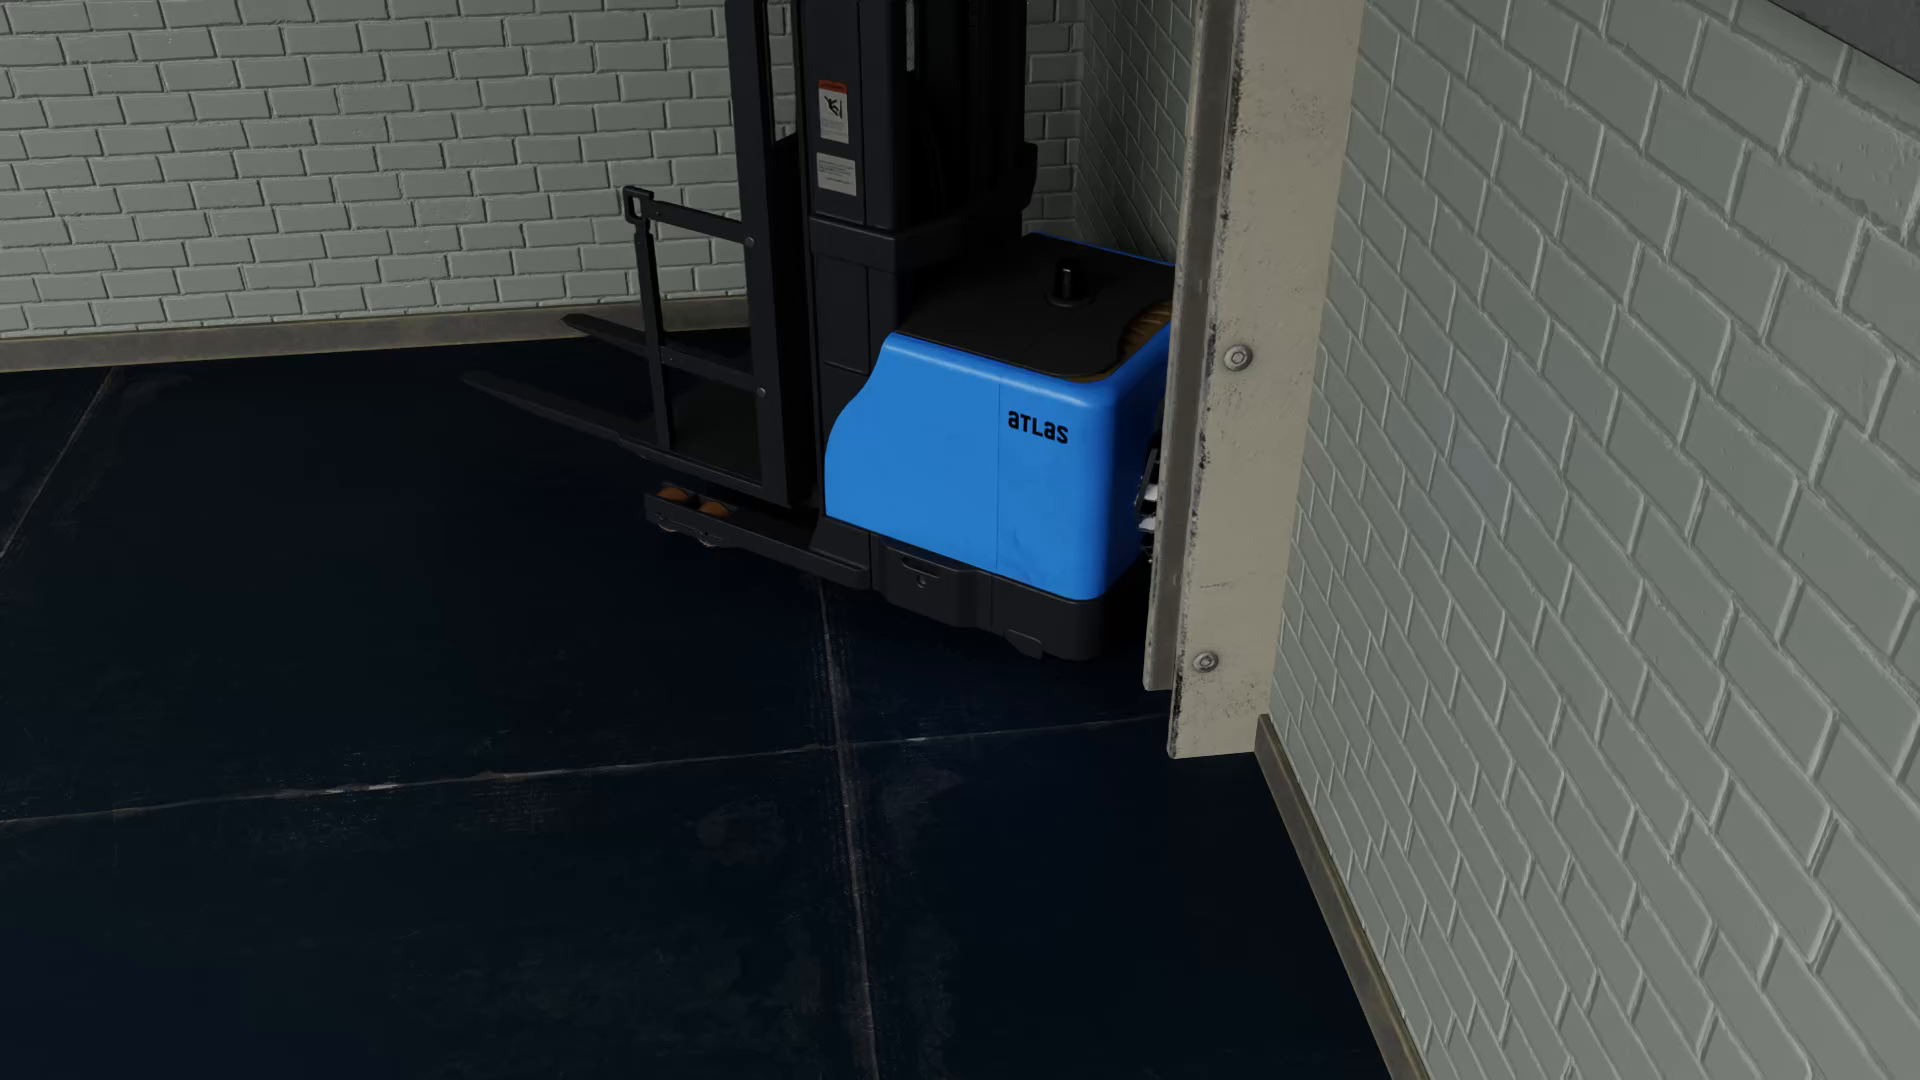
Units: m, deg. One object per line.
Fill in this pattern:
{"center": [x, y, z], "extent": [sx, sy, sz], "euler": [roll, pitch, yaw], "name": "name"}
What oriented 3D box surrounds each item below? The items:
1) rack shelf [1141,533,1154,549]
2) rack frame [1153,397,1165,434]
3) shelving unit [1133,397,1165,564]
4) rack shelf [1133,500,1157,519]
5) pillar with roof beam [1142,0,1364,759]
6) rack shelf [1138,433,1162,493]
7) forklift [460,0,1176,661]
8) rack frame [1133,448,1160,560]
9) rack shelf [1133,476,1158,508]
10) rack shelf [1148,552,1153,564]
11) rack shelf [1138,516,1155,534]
{"center": [0.689, -0.036, 5.669], "extent": [0.258, 0.077, 0.200], "euler": [12, 58, 3], "name": "rack shelf"}
{"center": [0.718, -0.186, 5.620], "extent": [0.240, 0.900, 0.006], "euler": [12, 58, 3], "name": "rack frame"}
{"center": [0.698, -0.102, 5.565], "extent": [0.258, 0.900, 0.210], "euler": [12, 58, 3], "name": "shelving unit"}
{"center": [0.702, -0.132, 5.518], "extent": [0.258, 0.077, 0.200], "euler": [12, 58, 3], "name": "rack shelf"}
{"center": [-3.477, -2.826, 2.405], "extent": [9.100, 9.000, 0.400], "euler": [-4, 35, -6], "name": "pillar with roof beam"}
{"center": [0.714, -0.228, 5.366], "extent": [0.258, 0.077, 0.200], "euler": [12, 58, 3], "name": "rack shelf"}
{"center": [-0.593, -1.420, 5.731], "extent": [3.031, 2.935, 1.130], "euler": [19, 39, 25], "name": "forklift"}
{"center": [0.678, -0.019, 5.511], "extent": [0.240, 0.900, 0.006], "euler": [12, 58, 3], "name": "rack frame"}
{"center": [0.708, -0.180, 5.442], "extent": [0.258, 0.077, 0.200], "euler": [12, 58, 3], "name": "rack shelf"}
{"center": [0.683, 0.012, 5.745], "extent": [0.258, 0.077, 0.200], "euler": [12, 58, 3], "name": "rack shelf"}
{"center": [0.696, -0.084, 5.593], "extent": [0.258, 0.077, 0.200], "euler": [12, 58, 3], "name": "rack shelf"}
